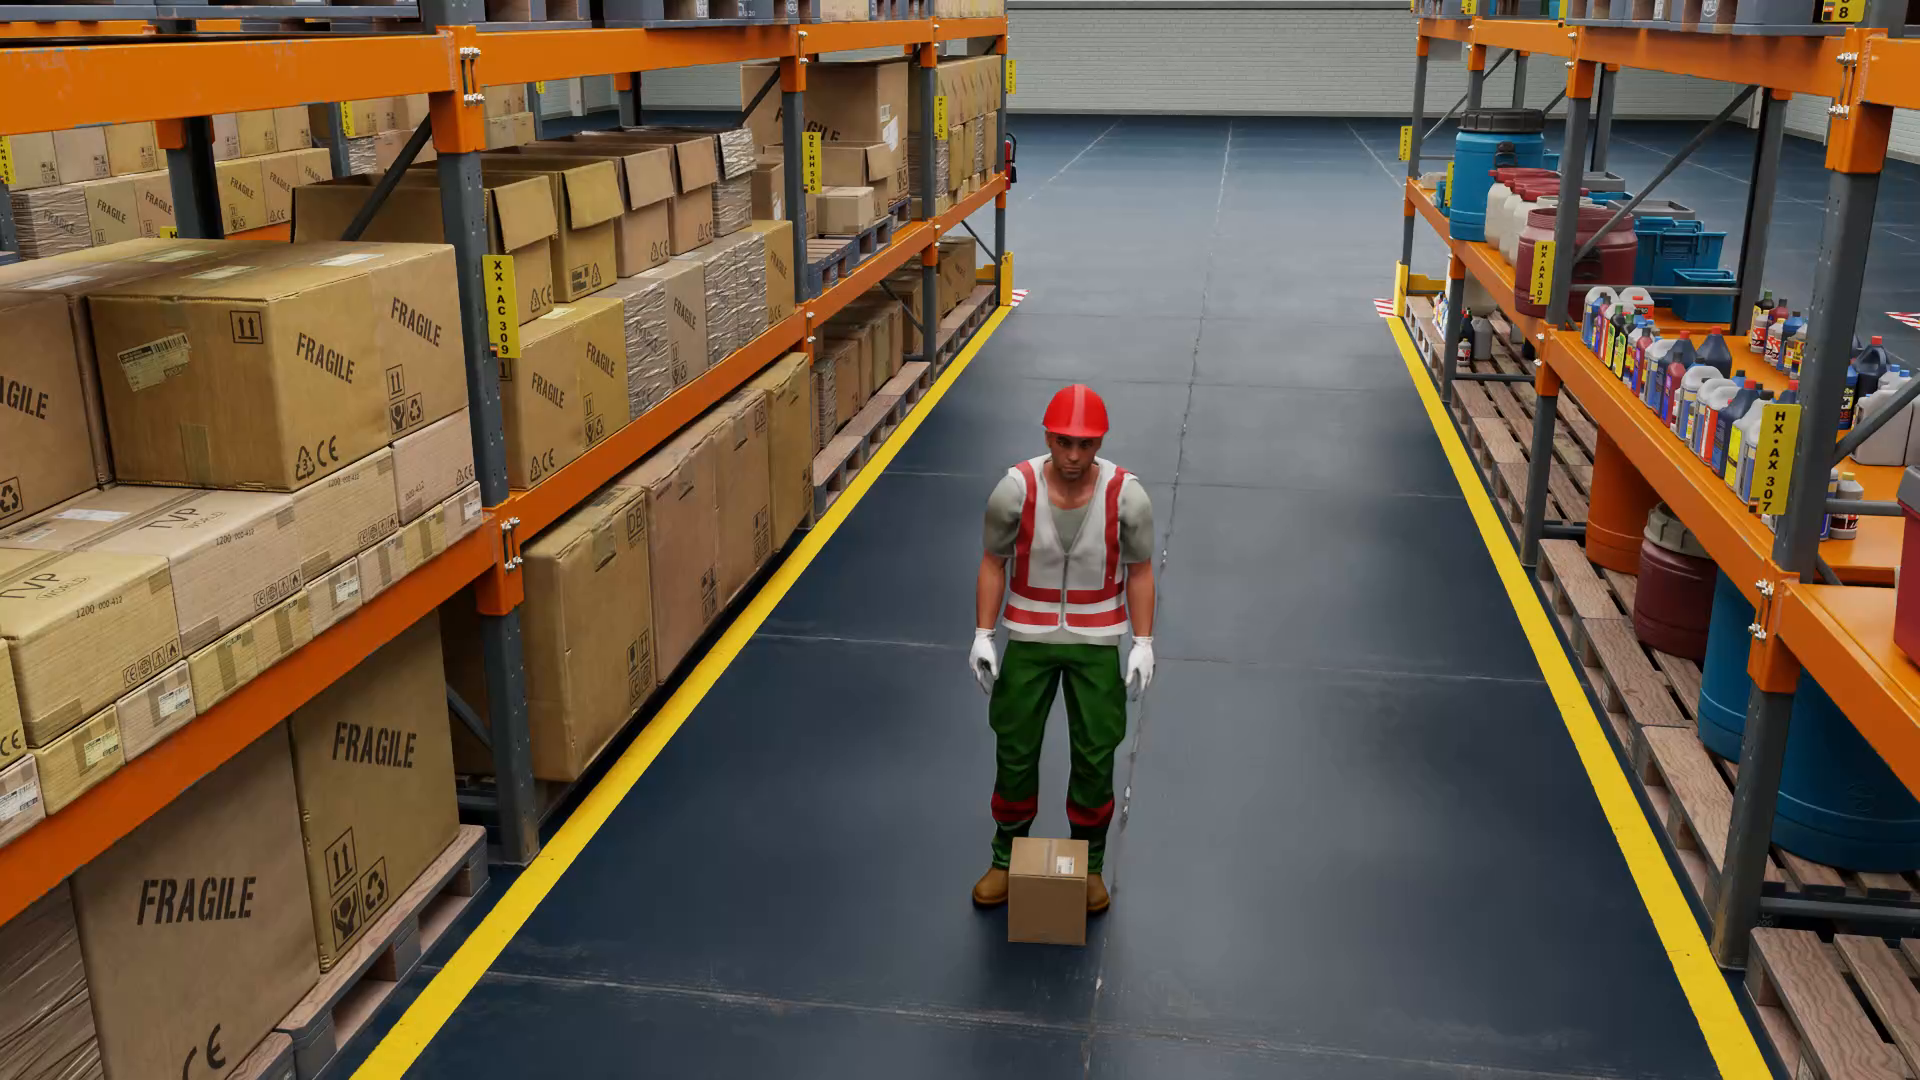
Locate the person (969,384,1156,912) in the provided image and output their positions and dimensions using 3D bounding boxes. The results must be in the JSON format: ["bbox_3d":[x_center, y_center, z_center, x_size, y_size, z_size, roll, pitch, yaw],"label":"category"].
[{"bbox_3d":[0.335,0.354,5.421,0.611,1.778,0.451,2,18,6],"label":"person"}]
